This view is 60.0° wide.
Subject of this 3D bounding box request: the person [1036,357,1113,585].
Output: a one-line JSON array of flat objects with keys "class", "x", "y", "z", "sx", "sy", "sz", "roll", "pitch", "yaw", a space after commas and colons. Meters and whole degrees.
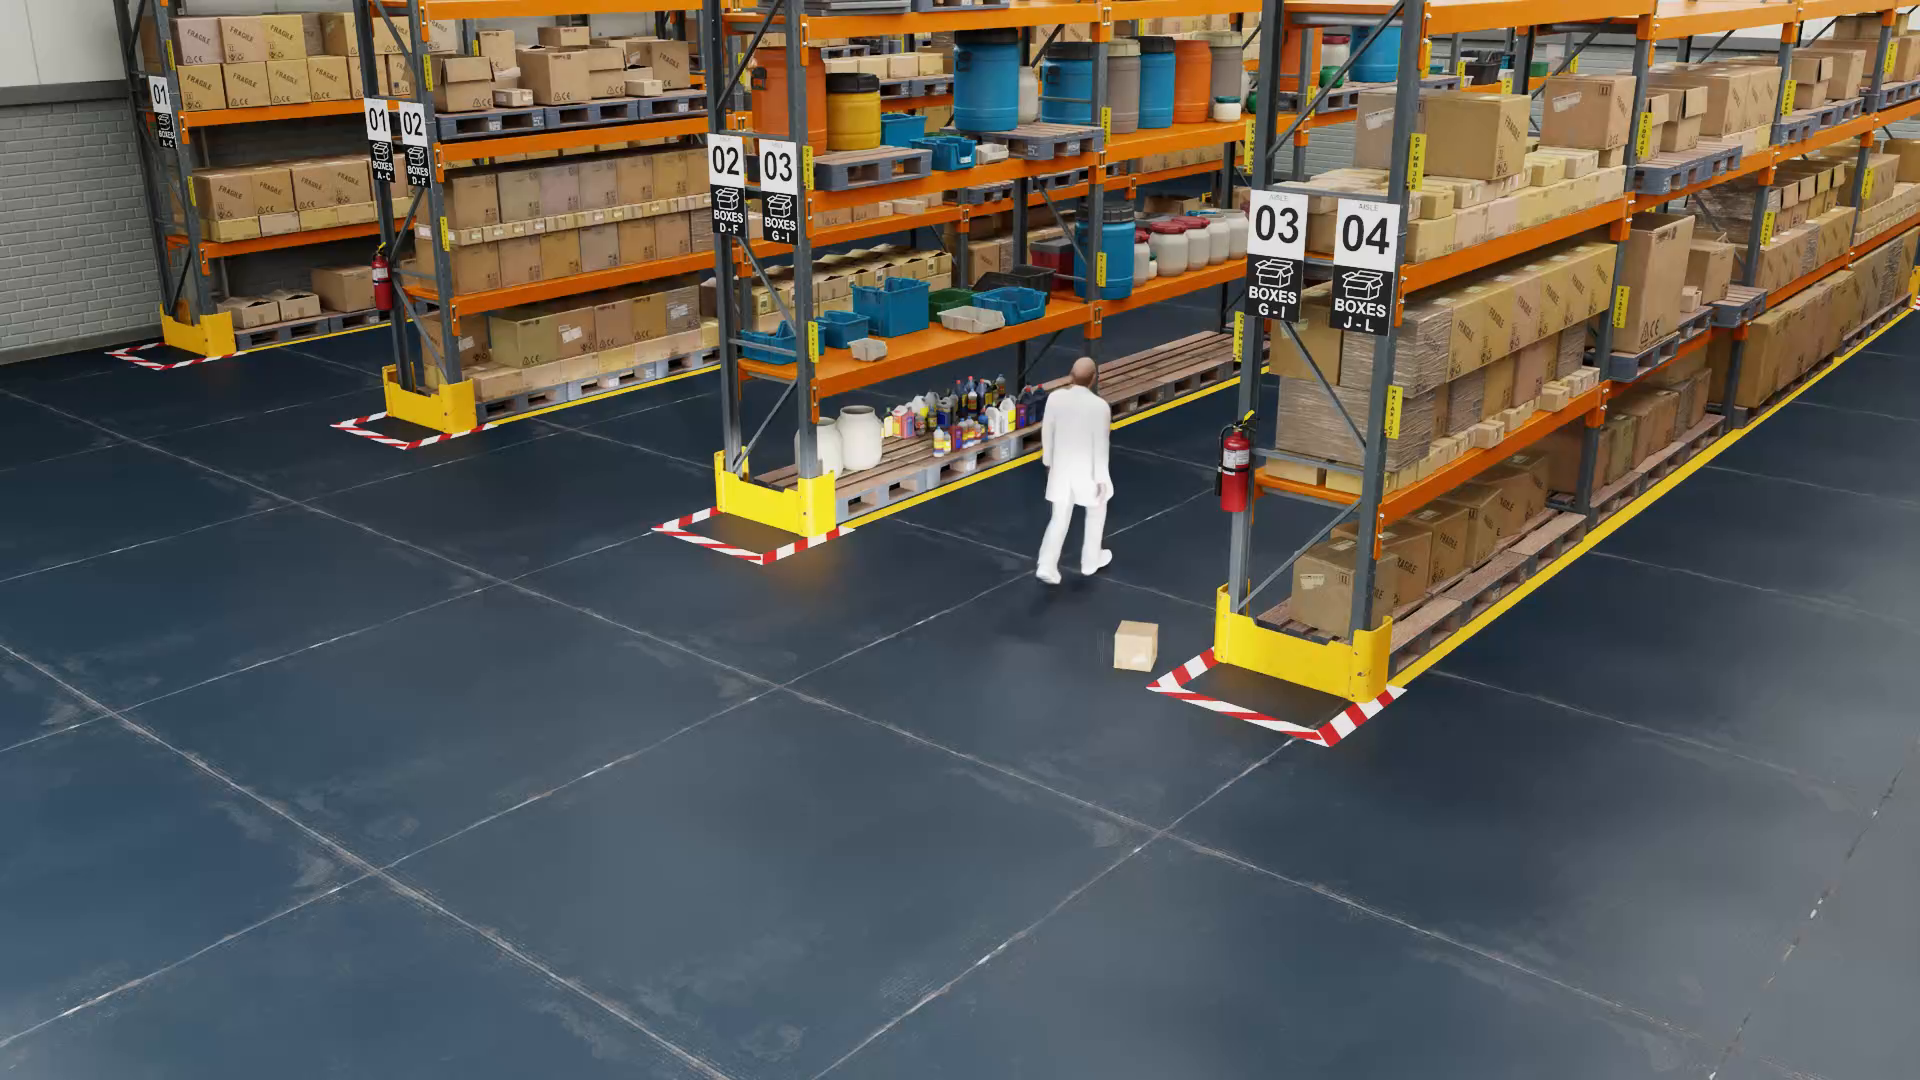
[{"class": "person", "x": 0.853, "y": -0.507, "z": 12.493, "sx": 0.602, "sy": 1.740, "sz": 1.064, "roll": 9, "pitch": 22, "yaw": 24}]
